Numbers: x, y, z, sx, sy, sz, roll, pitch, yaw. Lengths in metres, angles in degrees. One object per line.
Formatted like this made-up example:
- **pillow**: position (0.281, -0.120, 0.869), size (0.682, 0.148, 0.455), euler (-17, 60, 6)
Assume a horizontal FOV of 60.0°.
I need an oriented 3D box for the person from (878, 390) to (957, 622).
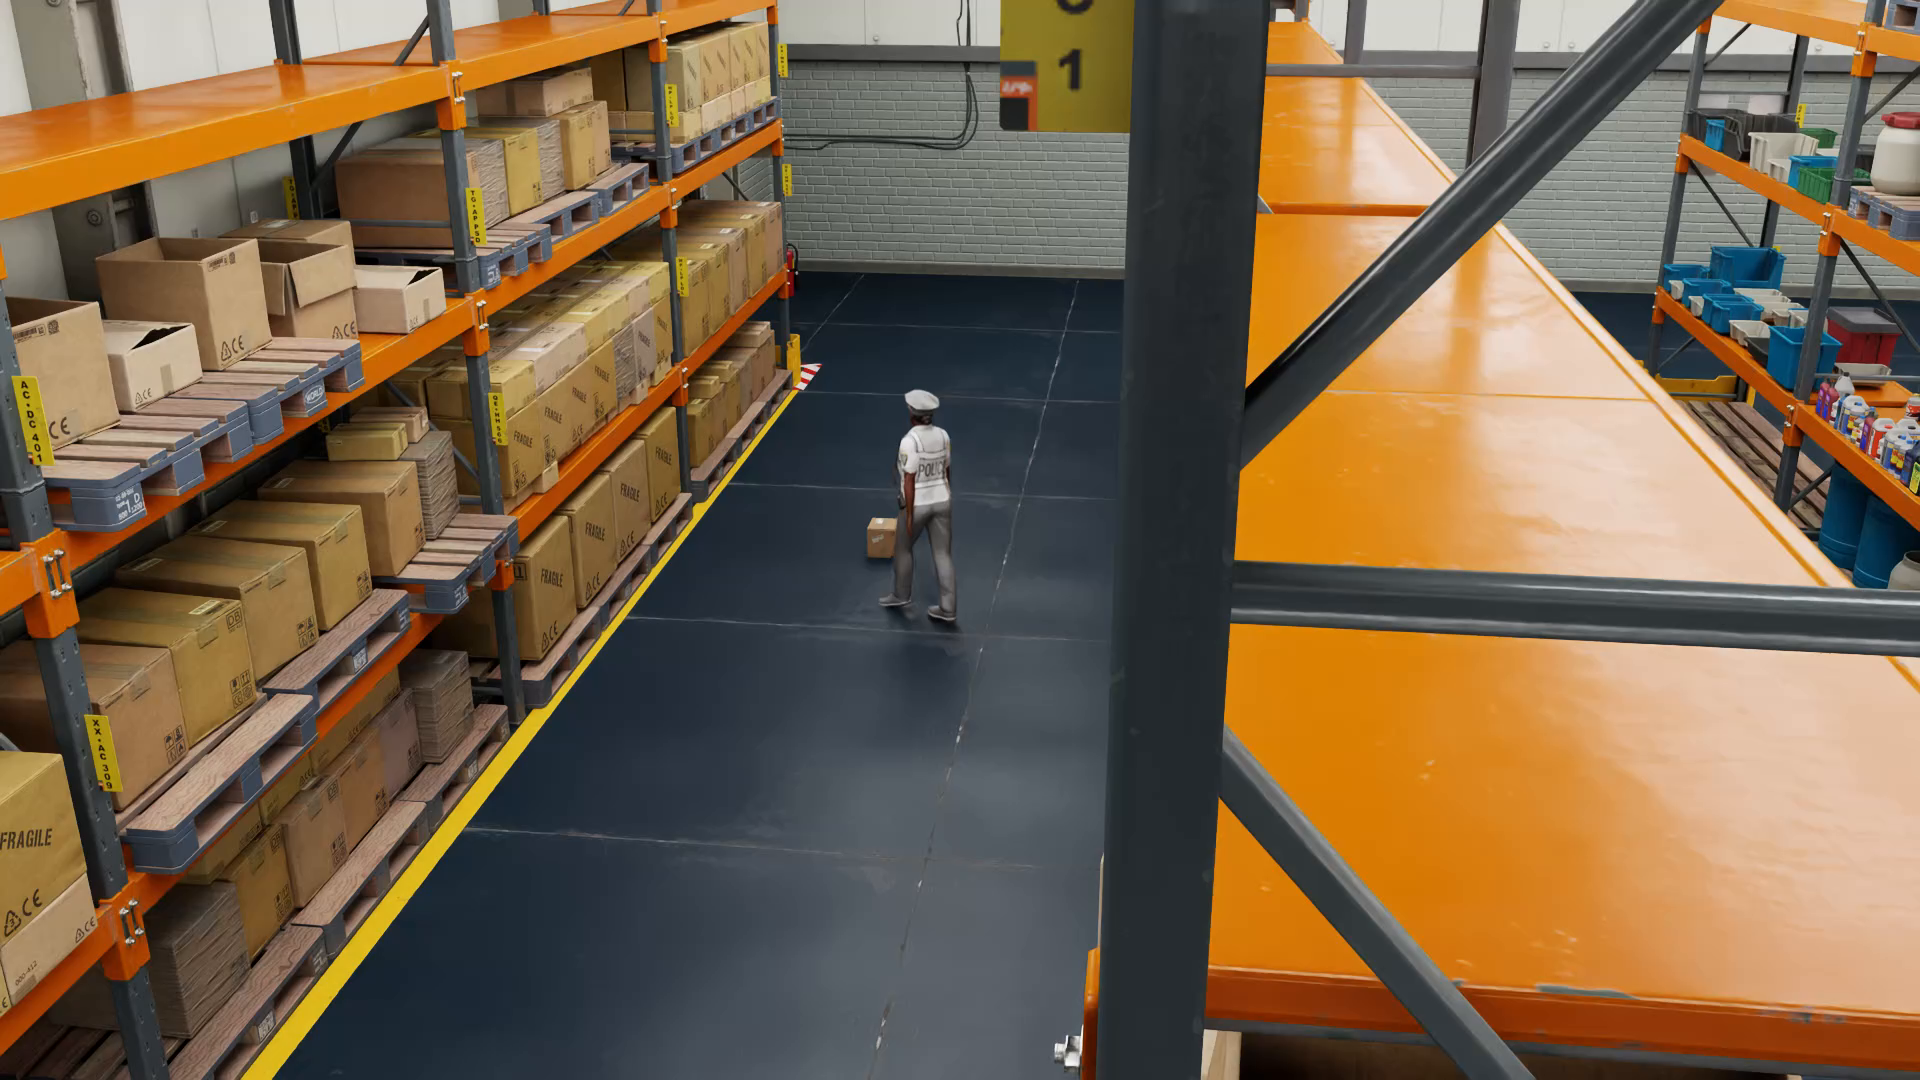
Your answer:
- **person**: position (-0.254, -0.239, 12.082), size (0.469, 1.685, 0.726), euler (-13, 25, -30)
